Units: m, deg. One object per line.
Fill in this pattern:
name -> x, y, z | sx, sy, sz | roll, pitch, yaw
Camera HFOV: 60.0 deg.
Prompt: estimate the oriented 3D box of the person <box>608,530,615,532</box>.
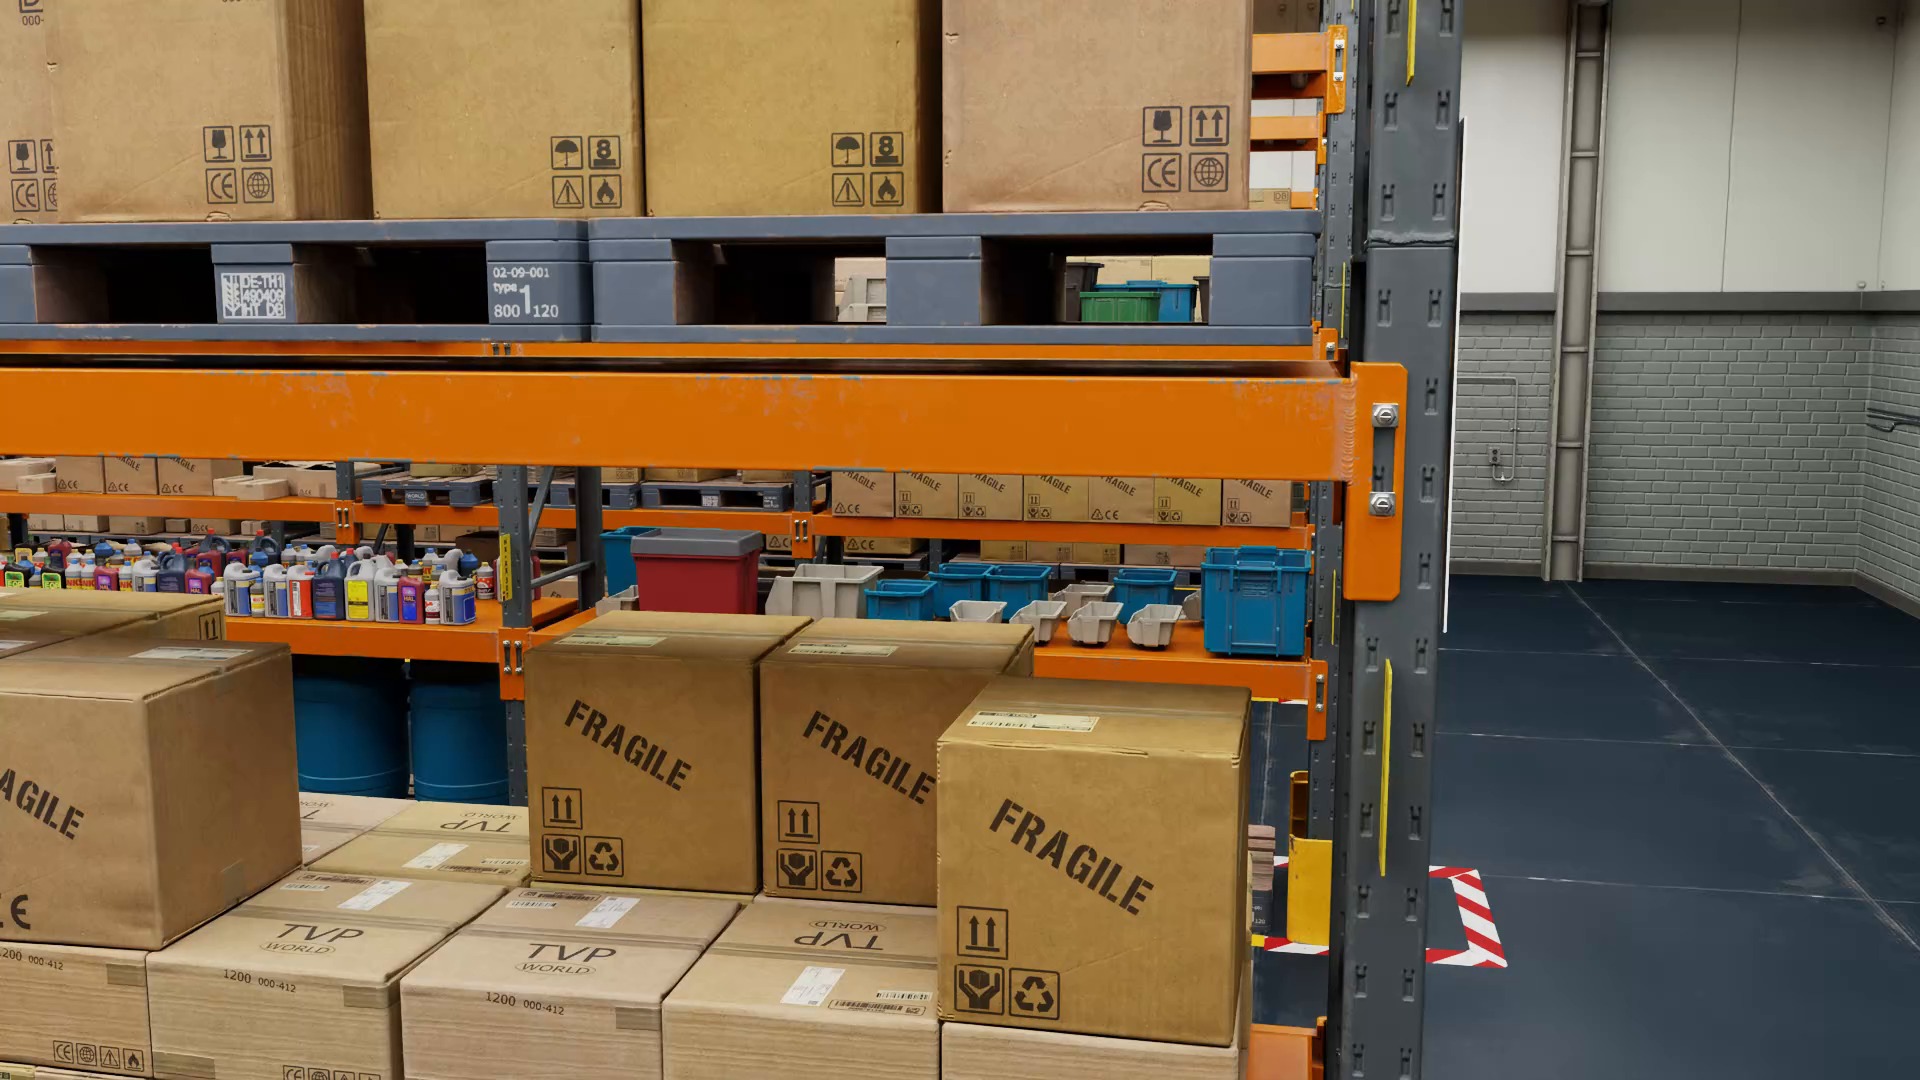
person -> -3.338, -0.329, 17.023 | 0.729, 1.767, 0.557 | 5, 9, 32
